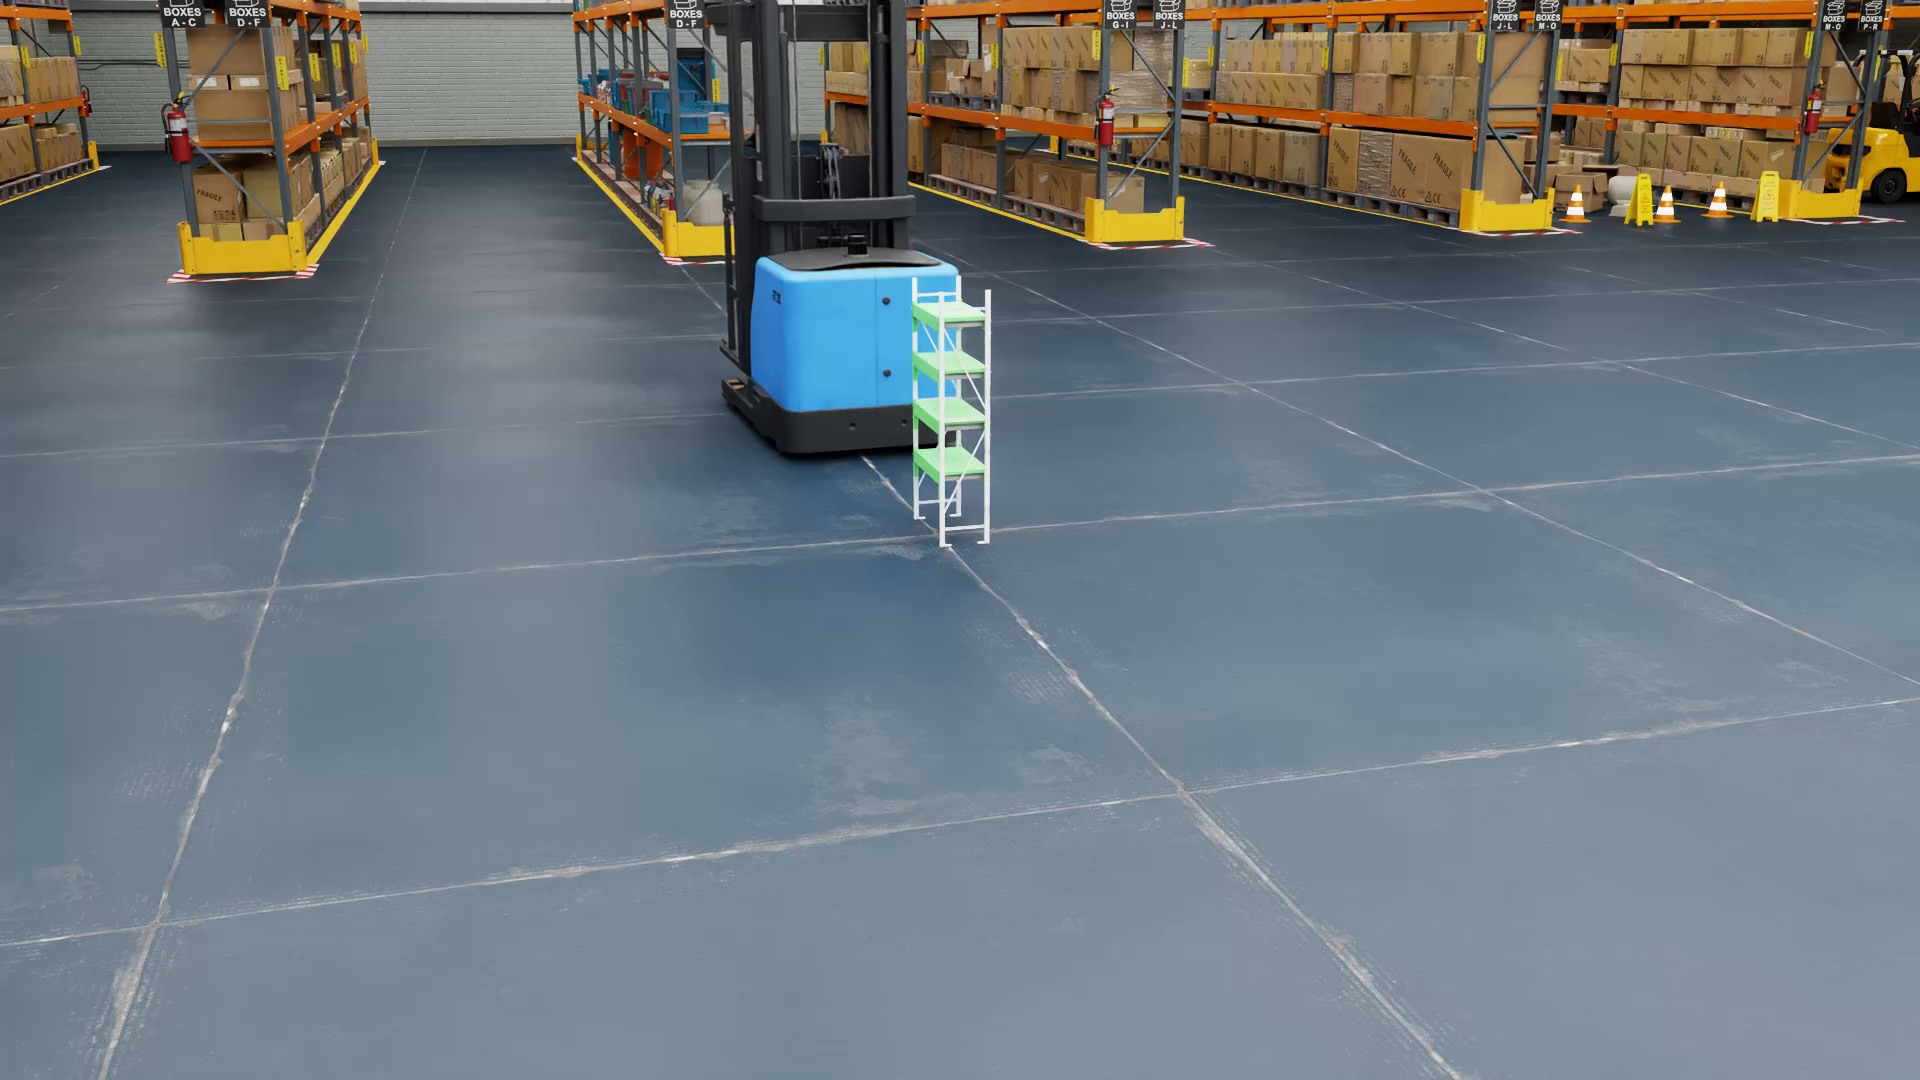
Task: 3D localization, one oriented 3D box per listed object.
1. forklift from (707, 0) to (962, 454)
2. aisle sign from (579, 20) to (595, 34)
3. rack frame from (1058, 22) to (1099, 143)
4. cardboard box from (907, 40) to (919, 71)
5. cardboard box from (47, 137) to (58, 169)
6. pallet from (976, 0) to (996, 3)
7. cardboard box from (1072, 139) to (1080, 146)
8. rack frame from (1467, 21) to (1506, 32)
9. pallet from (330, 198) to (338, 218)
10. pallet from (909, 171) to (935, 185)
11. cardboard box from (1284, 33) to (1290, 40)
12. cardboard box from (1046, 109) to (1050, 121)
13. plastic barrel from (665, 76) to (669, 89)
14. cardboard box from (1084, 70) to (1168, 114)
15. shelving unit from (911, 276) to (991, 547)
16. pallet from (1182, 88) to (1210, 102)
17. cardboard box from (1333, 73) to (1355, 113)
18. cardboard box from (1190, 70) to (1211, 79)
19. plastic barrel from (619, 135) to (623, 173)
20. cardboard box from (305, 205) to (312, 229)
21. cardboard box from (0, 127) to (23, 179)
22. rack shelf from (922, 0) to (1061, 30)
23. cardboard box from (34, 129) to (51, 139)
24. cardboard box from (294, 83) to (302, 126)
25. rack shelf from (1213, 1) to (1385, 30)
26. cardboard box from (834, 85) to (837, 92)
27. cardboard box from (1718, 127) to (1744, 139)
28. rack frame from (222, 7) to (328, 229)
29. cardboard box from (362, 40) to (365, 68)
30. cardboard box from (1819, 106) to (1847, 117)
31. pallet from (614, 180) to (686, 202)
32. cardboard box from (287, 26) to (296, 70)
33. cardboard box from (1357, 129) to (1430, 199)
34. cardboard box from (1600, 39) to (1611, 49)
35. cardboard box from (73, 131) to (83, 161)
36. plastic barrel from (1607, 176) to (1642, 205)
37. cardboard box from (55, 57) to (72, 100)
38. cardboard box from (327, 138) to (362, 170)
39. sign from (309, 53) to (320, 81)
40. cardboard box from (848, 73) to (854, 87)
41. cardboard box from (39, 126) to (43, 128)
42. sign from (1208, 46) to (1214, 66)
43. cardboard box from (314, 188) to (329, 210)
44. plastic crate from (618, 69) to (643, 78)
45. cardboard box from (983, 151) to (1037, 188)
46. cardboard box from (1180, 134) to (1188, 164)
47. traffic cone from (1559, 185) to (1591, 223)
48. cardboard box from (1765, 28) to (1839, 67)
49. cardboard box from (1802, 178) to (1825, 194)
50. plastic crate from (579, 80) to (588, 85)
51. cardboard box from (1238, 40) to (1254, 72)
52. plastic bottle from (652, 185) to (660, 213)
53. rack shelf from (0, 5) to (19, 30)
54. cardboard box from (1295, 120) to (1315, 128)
[{"bbox_3d":[-0.930,-2.271,10.418,1.130,2.935,3.031,-5,18,-17],"label":"forklift"},{"bbox_3d":[-7.355,-10.302,32.516,0.394,0.787,0.004,-5,17,-15],"label":"aisle sign"},{"bbox_3d":[2.509,-9.816,35.418,1.000,3.000,0.127,-5,17,-15],"label":"rack frame"},{"bbox_3d":[-0.451,-8.152,27.958,0.797,0.503,0.637,-4,17,-14],"label":"cardboard box"},{"bbox_3d":[-15.718,-6.529,28.089,0.700,0.500,0.500,-5,17,-16],"label":"cardboard box"},{"bbox_3d":[0.943,-7.659,23.347,1.213,0.211,1.003,-5,17,-15],"label":"pallet"},{"bbox_3d":[2.536,-8.269,34.490,0.380,0.149,0.250,-4,17,-15],"label":"cardboard box"},{"bbox_3d":[12.012,-10.629,38.124,1.000,3.000,0.127,-5,17,-15],"label":"rack frame"},{"bbox_3d":[-9.095,-4.554,22.746,1.003,0.211,1.213,-5,17,-15],"label":"pallet"},{"bbox_3d":[-0.233,-6.128,27.986,1.003,0.211,1.213,-5,17,-15],"label":"pallet"},{"bbox_3d":[7.174,-10.805,35.670,0.380,0.149,0.250,-4,17,-14],"label":"cardboard box"},{"bbox_3d":[1.317,-5.450,21.318,0.380,0.149,0.250,-5,17,-15],"label":"cardboard box"},{"bbox_3d":[-3.804,-6.088,22.771,0.433,0.535,0.433,0,17,0],"label":"plastic barrel"},{"bbox_3d":[1.985,-5.371,19.928,0.875,0.500,0.500,-5,17,-15],"label":"cardboard box"},{"bbox_3d":[-0.045,-0.620,7.932,0.258,1.200,0.503,-5,17,-15],"label":"shelving unit"},{"bbox_3d":[4.409,-7.700,28.707,1.213,0.211,1.003,-5,17,-15],"label":"pallet"},{"bbox_3d":[5.920,-6.468,24.009,0.875,0.550,0.550,-5,17,-15],"label":"cardboard box"},{"bbox_3d":[4.134,-7.927,28.319,0.380,0.149,0.250,-4,17,-14],"label":"cardboard box"},{"bbox_3d":[-5.313,-6.340,27.307,0.600,0.588,0.708,-5,17,-15],"label":"plastic barrel"},{"bbox_3d":[-7.761,-3.710,19.137,0.500,0.250,0.500,-5,17,-15],"label":"cardboard box"},{"bbox_3d":[-14.926,-5.927,25.478,0.750,0.750,0.750,-4,17,-14],"label":"cardboard box"},{"bbox_3d":[0.460,-7.778,24.669,1.077,0.370,4.000,-5,17,-15],"label":"rack shelf"},{"bbox_3d":[-15.502,-6.810,27.896,0.380,0.149,0.250,-4,17,-13],"label":"cardboard box"},{"bbox_3d":[-8.388,-5.276,20.130,0.700,0.500,0.500,-5,17,-17],"label":"cardboard box"},{"bbox_3d":[5.257,-8.142,25.881,1.077,0.370,4.000,-5,17,-15],"label":"rack shelf"},{"bbox_3d":[-2.292,-8.994,33.116,0.380,0.149,0.250,-5,17,-16],"label":"cardboard box"},{"bbox_3d":[10.935,-5.731,23.436,0.380,0.149,0.250,-4,17,-14],"label":"cardboard box"},{"bbox_3d":[-8.516,-5.351,20.551,1.000,3.000,0.127,-5,17,-15],"label":"rack frame"},{"bbox_3d":[-11.427,-9.095,31.106,0.500,0.500,0.500,-5,17,-16],"label":"cardboard box"},{"bbox_3d":[11.743,-5.800,22.483,0.380,0.149,0.250,-5,17,-15],"label":"cardboard box"},{"bbox_3d":[-4.676,-5.295,25.212,1.003,0.211,1.213,-5,17,-15],"label":"pallet"},{"bbox_3d":[-8.388,-5.898,19.943,0.700,0.500,0.500,-5,17,-15],"label":"cardboard box"},{"bbox_3d":[6.164,-5.252,23.186,0.875,0.875,0.875,-5,17,-15],"label":"cardboard box"},{"bbox_3d":[10.352,-8.069,27.052,0.380,0.149,0.250,-4,17,-12],"label":"cardboard box"},{"bbox_3d":[-16.287,-7.096,29.975,0.700,0.500,0.500,-5,17,-15],"label":"cardboard box"},{"bbox_3d":[9.614,-5.028,23.954,0.512,0.421,0.421,7,18,23],"label":"plastic barrel"},{"bbox_3d":[-16.215,-8.080,29.117,0.980,0.700,0.700,-5,17,-16],"label":"cardboard box"},{"bbox_3d":[-10.303,-6.463,27.835,0.500,0.500,0.500,-5,17,-16],"label":"cardboard box"},{"bbox_3d":[-7.983,-5.848,20.563,0.100,0.325,0.005,-5,17,-15],"label":"sign"},{"bbox_3d":[-1.847,-8.802,31.784,0.500,0.250,0.500,-4,17,-14],"label":"cardboard box"},{"bbox_3d":[-16.235,-7.145,29.013,0.380,0.149,0.250,-4,17,-14],"label":"cardboard box"},{"bbox_3d":[4.188,-8.075,27.744,0.100,0.325,0.005,-5,17,-15],"label":"sign"},{"bbox_3d":[-8.389,-4.366,21.323,0.500,0.250,0.500,-5,17,-17],"label":"cardboard box"},{"bbox_3d":[-5.955,-8.280,30.089,0.402,0.464,0.583,-5,17,-15],"label":"plastic crate"},{"bbox_3d":[0.749,-5.451,24.467,0.700,0.500,0.500,-5,17,-16],"label":"cardboard box"},{"bbox_3d":[4.136,-6.913,29.366,0.500,0.500,0.500,-4,17,-13],"label":"cardboard box"},{"bbox_3d":[8.125,-4.435,21.912,0.336,0.463,0.334,-5,17,-15],"label":"traffic cone"},{"bbox_3d":[11.287,-6.603,22.292,0.700,0.500,0.500,-5,17,-17],"label":"cardboard box"},{"bbox_3d":[11.682,-4.939,23.231,0.500,0.250,0.500,-5,17,-16],"label":"cardboard box"},{"bbox_3d":[-7.118,-8.733,31.997,0.416,0.233,0.300,-5,17,-15],"label":"plastic crate"},{"bbox_3d":[4.962,-7.866,27.011,0.700,0.500,0.500,-5,17,-16],"label":"cardboard box"},{"bbox_3d":[-3.761,-4.258,20.752,0.144,0.351,0.185,-5,17,-16],"label":"plastic bottle"},{"bbox_3d":[-14.927,-7.710,24.441,1.077,0.370,4.000,-5,17,-15],"label":"rack shelf"},{"bbox_3d":[7.778,-8.783,35.700,0.875,0.438,0.875,-4,17,-14],"label":"cardboard box"}]
